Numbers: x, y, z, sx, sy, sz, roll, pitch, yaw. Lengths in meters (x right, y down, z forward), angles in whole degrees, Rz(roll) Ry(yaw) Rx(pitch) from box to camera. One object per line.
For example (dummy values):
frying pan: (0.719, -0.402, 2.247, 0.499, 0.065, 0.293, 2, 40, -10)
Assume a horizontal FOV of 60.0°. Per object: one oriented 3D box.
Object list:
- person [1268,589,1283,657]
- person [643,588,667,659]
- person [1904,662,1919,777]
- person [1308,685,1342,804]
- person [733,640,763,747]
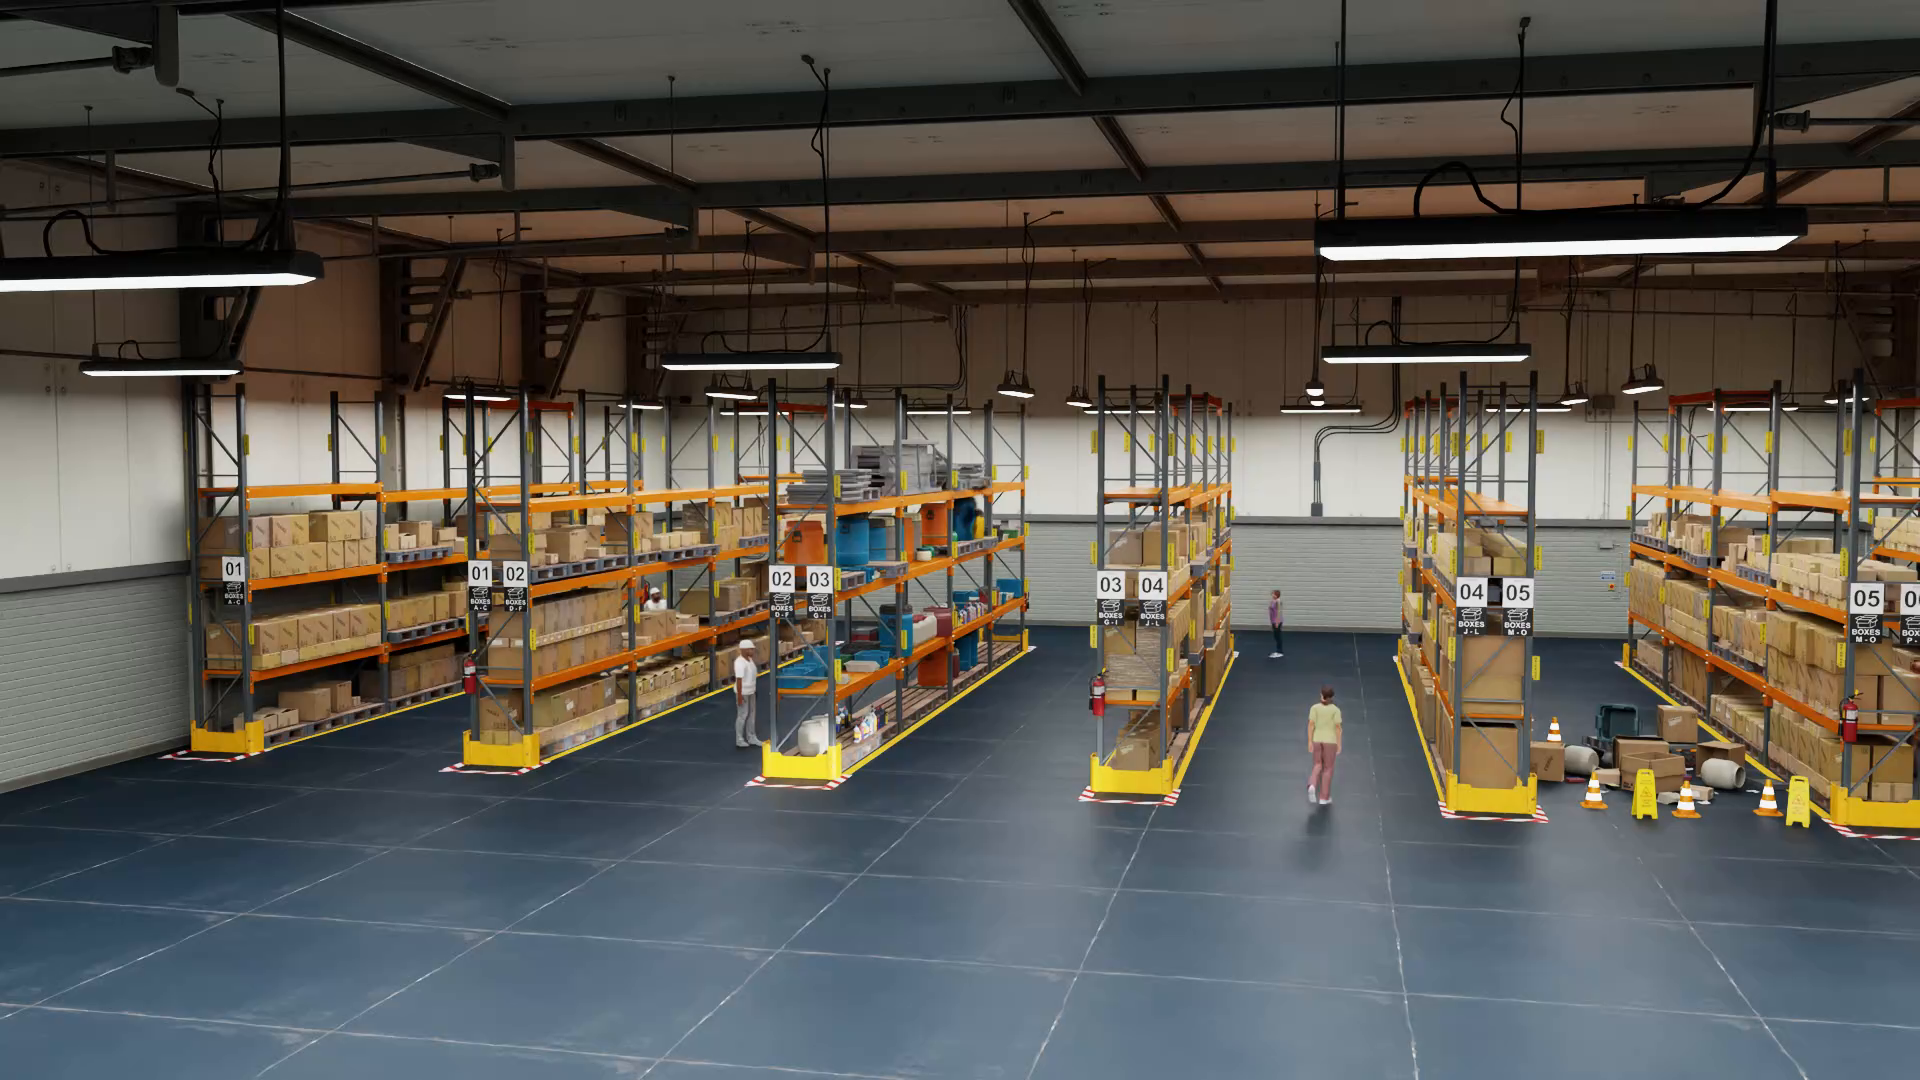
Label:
person: (7.438, 1.959, 39.194, 0.332, 1.605, 0.442, 0, 3, -1)
person: (-6.892, 1.953, 37.766, 0.662, 1.728, 1.050, 1, 3, 10)
person: (14.524, 2.707, 25.355, 0.550, 1.714, 0.620, -1, 3, -21)
person: (5.059, 2.835, 23.029, 0.445, 1.664, 0.485, 3, 4, 40)
person: (-3.514, 2.541, 27.551, 0.453, 1.781, 0.602, 1, 3, 15)
